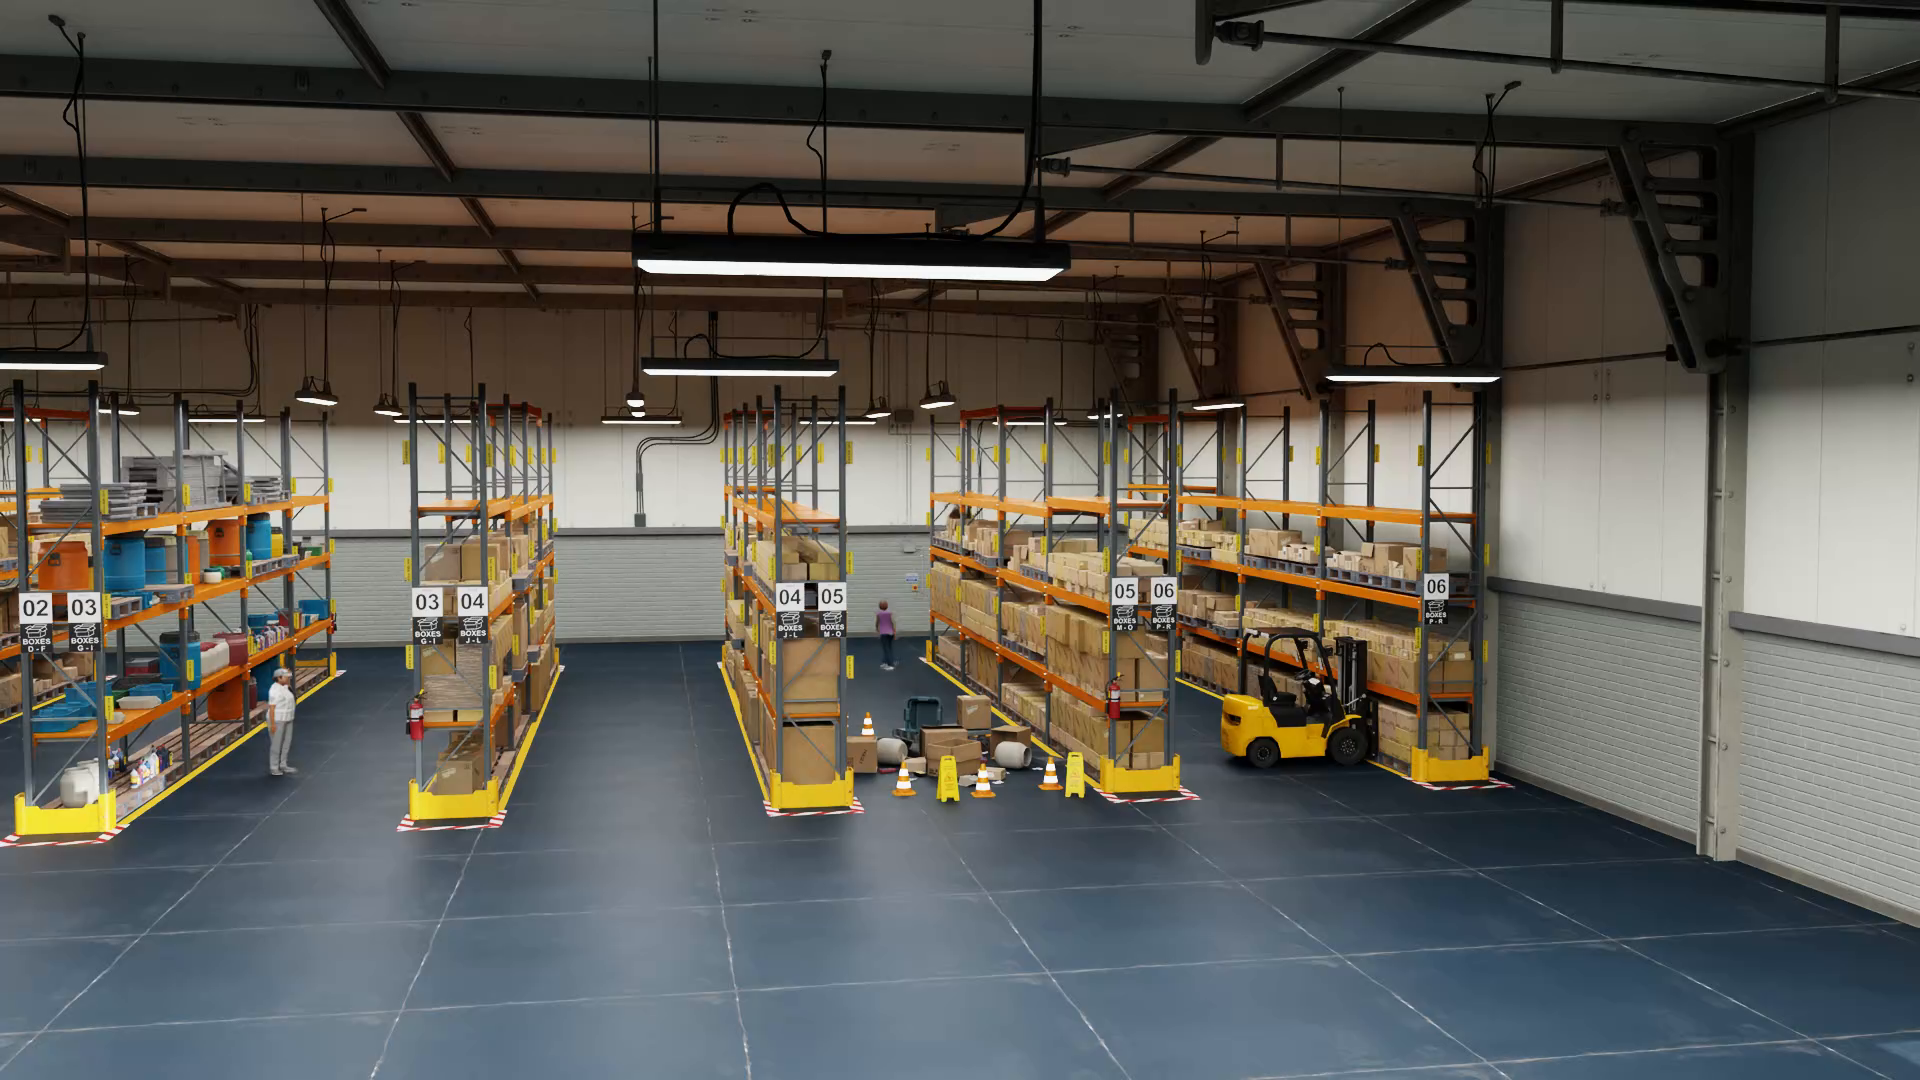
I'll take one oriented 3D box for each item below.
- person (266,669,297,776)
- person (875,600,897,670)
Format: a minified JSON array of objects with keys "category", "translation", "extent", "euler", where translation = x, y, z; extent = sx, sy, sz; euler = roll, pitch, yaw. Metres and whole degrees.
[{"category":"person","translation":[-10.675,2.849,26.146],"extent":[0.400,1.669,0.584],"euler":[0,3,6]},{"category":"person","translation":[-1.664,2.114,37.113],"extent":[0.400,1.546,0.896],"euler":[-1,3,-26]}]
